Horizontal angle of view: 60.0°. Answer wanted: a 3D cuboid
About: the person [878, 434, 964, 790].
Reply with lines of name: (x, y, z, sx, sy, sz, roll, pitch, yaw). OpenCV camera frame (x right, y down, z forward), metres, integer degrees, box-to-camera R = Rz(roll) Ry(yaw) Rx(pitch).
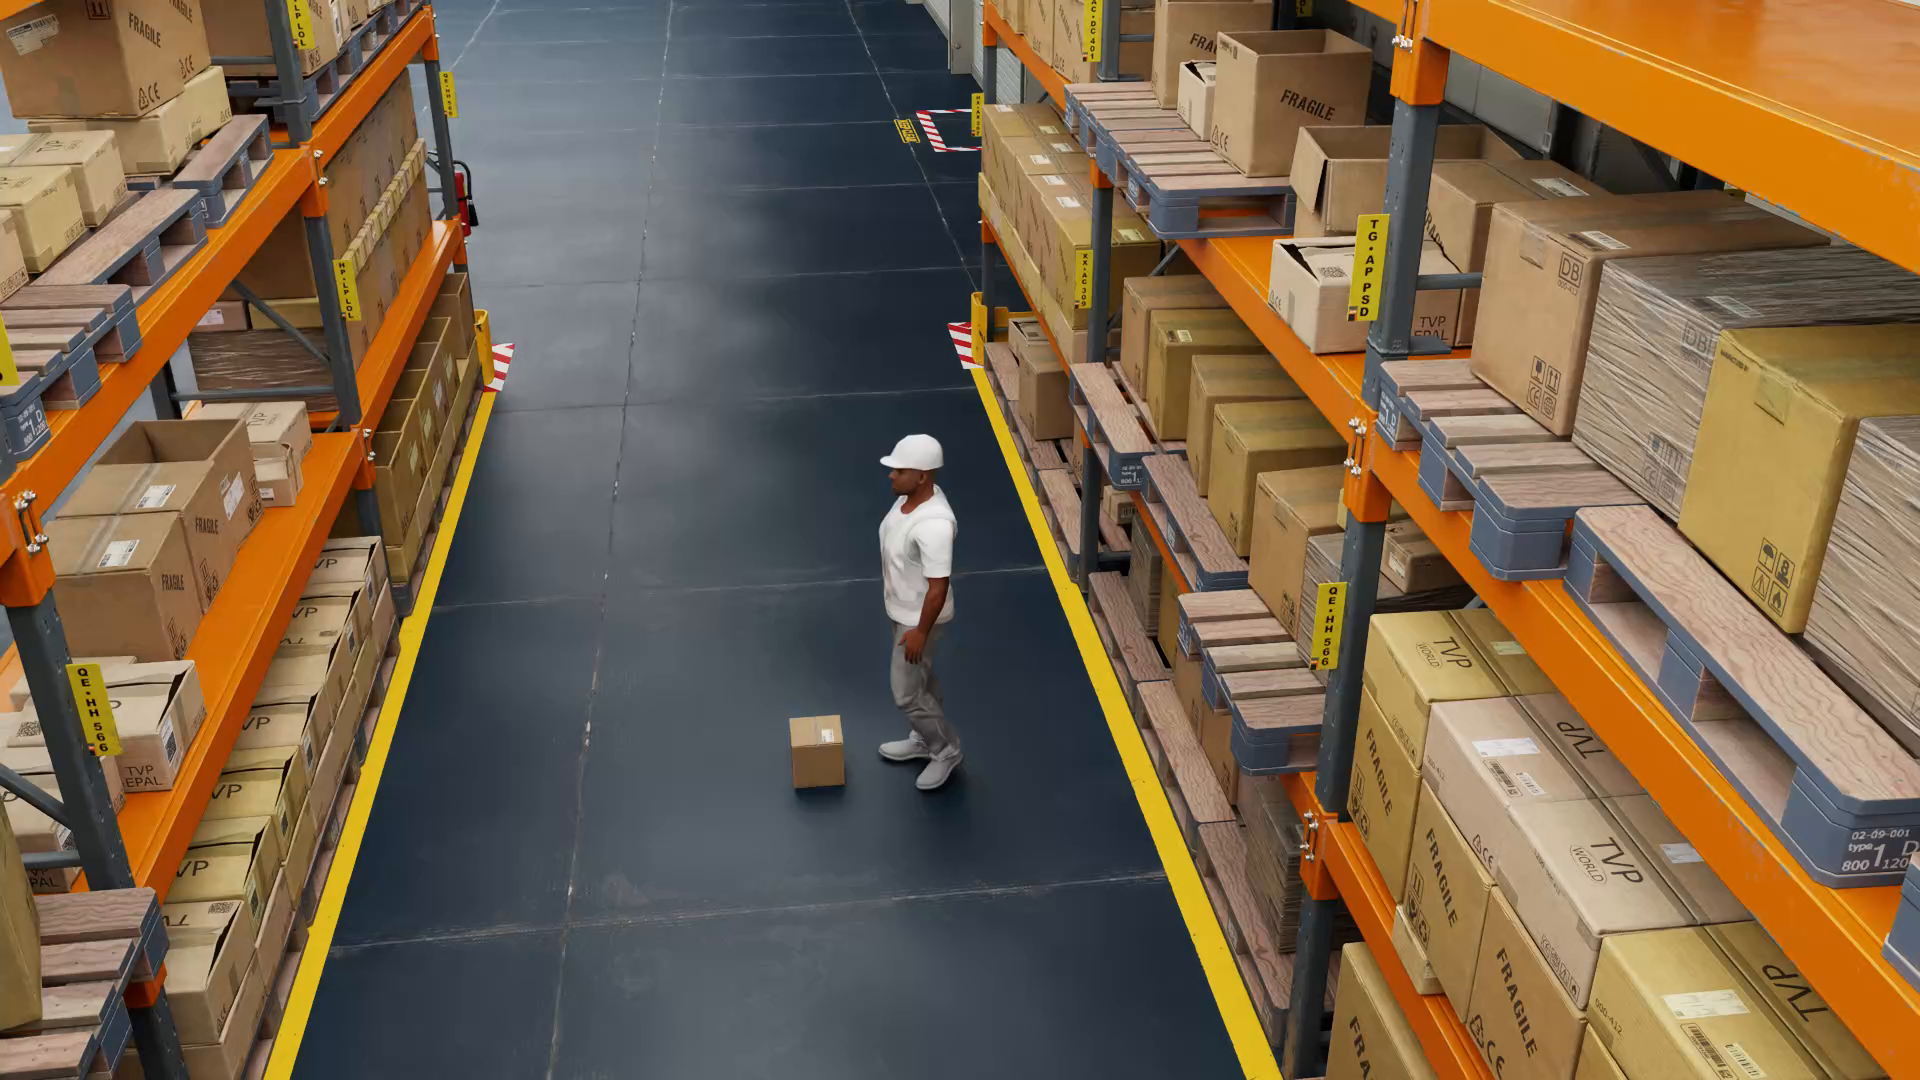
person: (-0.194, 0.328, 7.911, 0.393, 1.766, 0.583, -6, 28, -11)
